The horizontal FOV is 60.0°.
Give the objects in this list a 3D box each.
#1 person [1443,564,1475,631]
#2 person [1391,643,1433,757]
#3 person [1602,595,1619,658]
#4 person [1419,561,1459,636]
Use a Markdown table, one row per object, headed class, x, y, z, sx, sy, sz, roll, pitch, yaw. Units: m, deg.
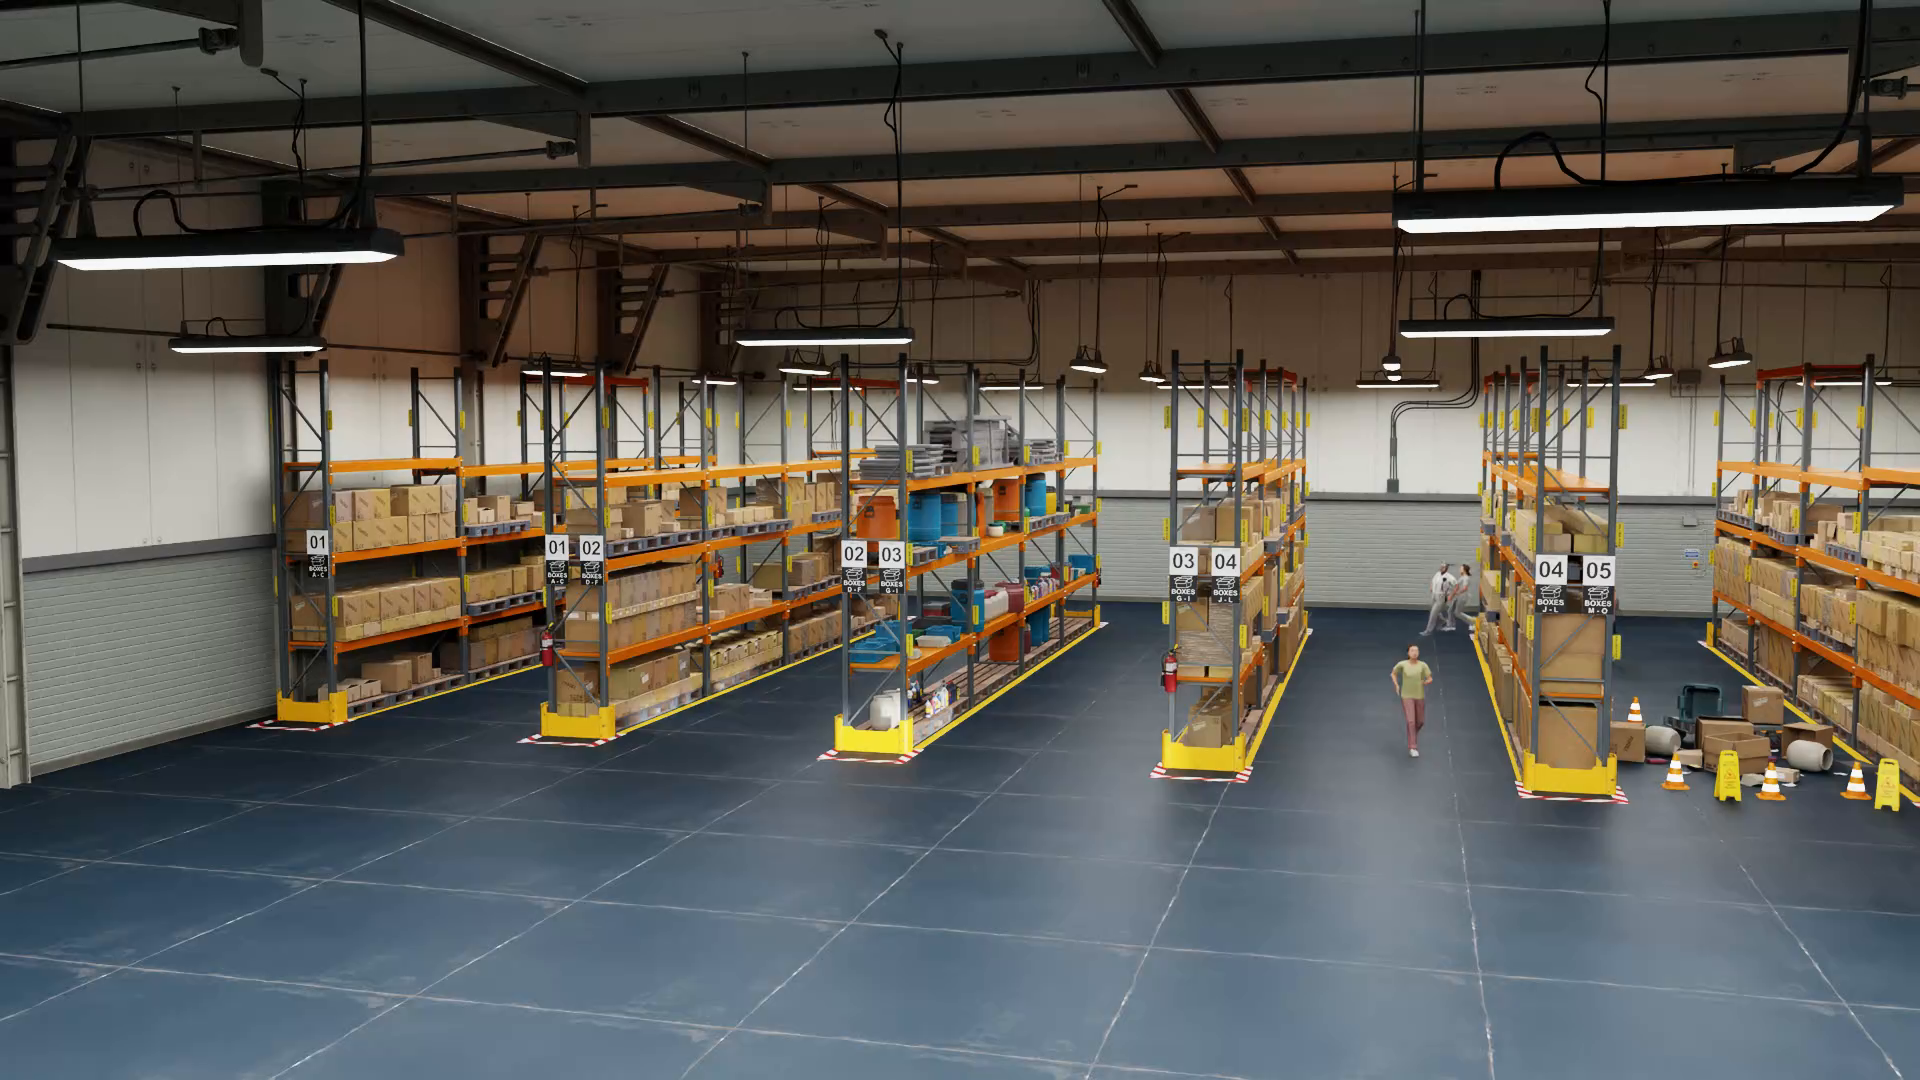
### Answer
| class | x | y | z | sx | sy | sz | roll | pitch | yaw |
| --- | --- | --- | --- | --- | --- | --- | --- | --- | --- |
| person | 11.845 | 1.376 | 39.306 | 0.804 | 1.624 | 0.592 | 1 | 4 | 15 |
| person | 6.792 | 2.370 | 24.965 | 0.586 | 1.645 | 0.923 | 0 | 4 | 2 |
| person | 13.496 | 1.705 | 34.685 | 0.505 | 1.618 | 0.686 | 0 | 4 | 3 |
| person | 11.165 | 1.348 | 38.625 | 0.955 | 1.742 | 0.731 | -2 | 5 | -29 |
